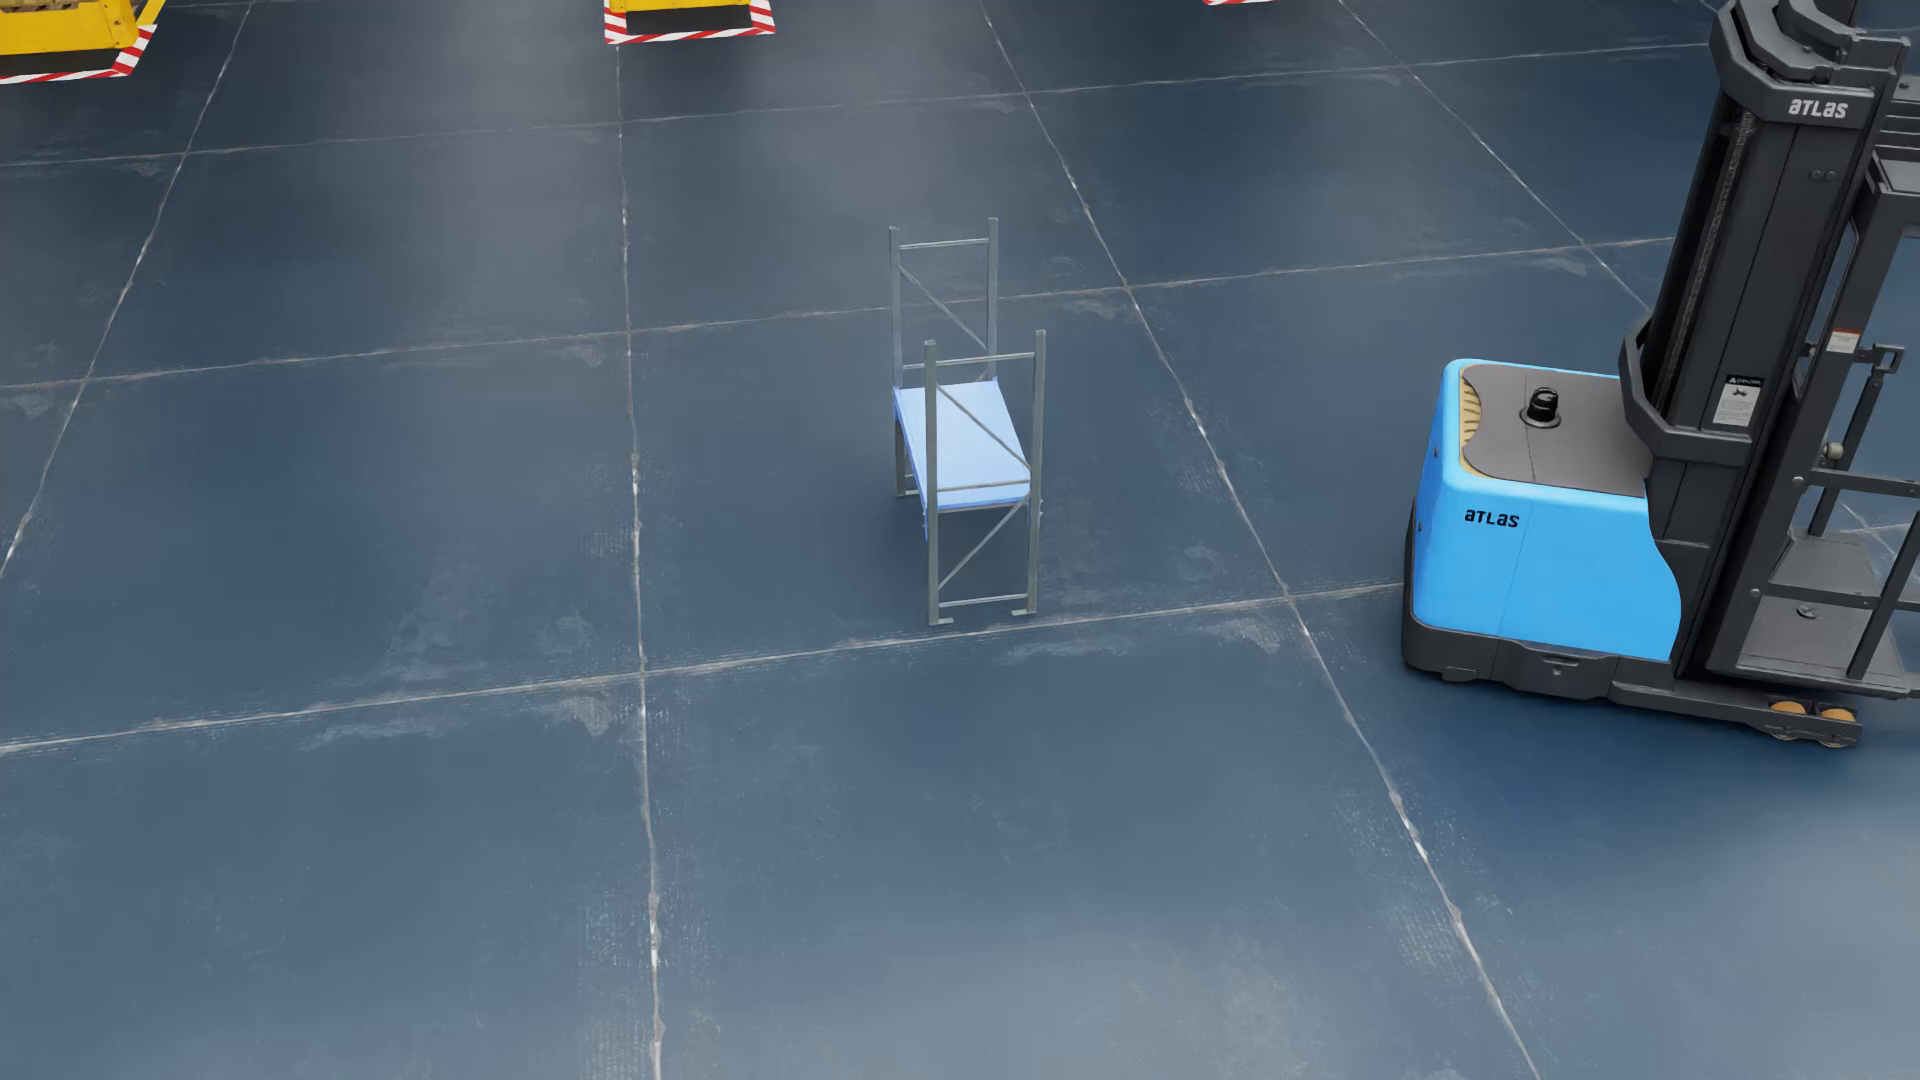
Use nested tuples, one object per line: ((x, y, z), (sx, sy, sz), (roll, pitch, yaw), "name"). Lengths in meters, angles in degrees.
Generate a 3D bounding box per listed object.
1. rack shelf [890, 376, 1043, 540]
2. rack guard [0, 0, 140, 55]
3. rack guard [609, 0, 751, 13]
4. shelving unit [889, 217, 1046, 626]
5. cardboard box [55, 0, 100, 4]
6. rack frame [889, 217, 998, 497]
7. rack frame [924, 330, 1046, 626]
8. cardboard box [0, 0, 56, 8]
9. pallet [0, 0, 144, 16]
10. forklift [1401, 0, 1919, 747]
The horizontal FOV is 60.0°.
((0.015, -0.399, 7.734), (0.538, 0.185, 1.000), (-6, 38, -8), "rack shelf")
((-7.163, -4.139, 13.071), (1.175, 0.500, 0.348), (-6, 38, -8), "rack guard")
((-2.350, -4.725, 13.825), (1.175, 0.500, 0.348), (-6, 38, -8), "rack guard")
((0.015, -0.541, 7.623), (0.538, 1.500, 1.048), (-6, 38, -8), "shelving unit")
((-7.042, -4.569, 13.485), (0.500, 0.250, 0.500), (-6, 38, -8), "cardboard box")
((-0.074, -0.848, 8.019), (0.500, 1.500, 0.032), (-6, 38, -8), "rack frame")
((0.104, -0.234, 7.228), (0.500, 1.500, 0.032), (-6, 38, -8), "rack frame")
((-7.552, -4.513, 13.413), (0.500, 0.250, 0.500), (-6, 38, -8), "cardboard box")
((-7.343, -4.497, 13.767), (1.003, 0.211, 1.213), (-6, 38, -8), "pallet")
((3.532, -0.642, 6.588), (3.031, 2.935, 1.130), (8, 39, 11), "forklift")
